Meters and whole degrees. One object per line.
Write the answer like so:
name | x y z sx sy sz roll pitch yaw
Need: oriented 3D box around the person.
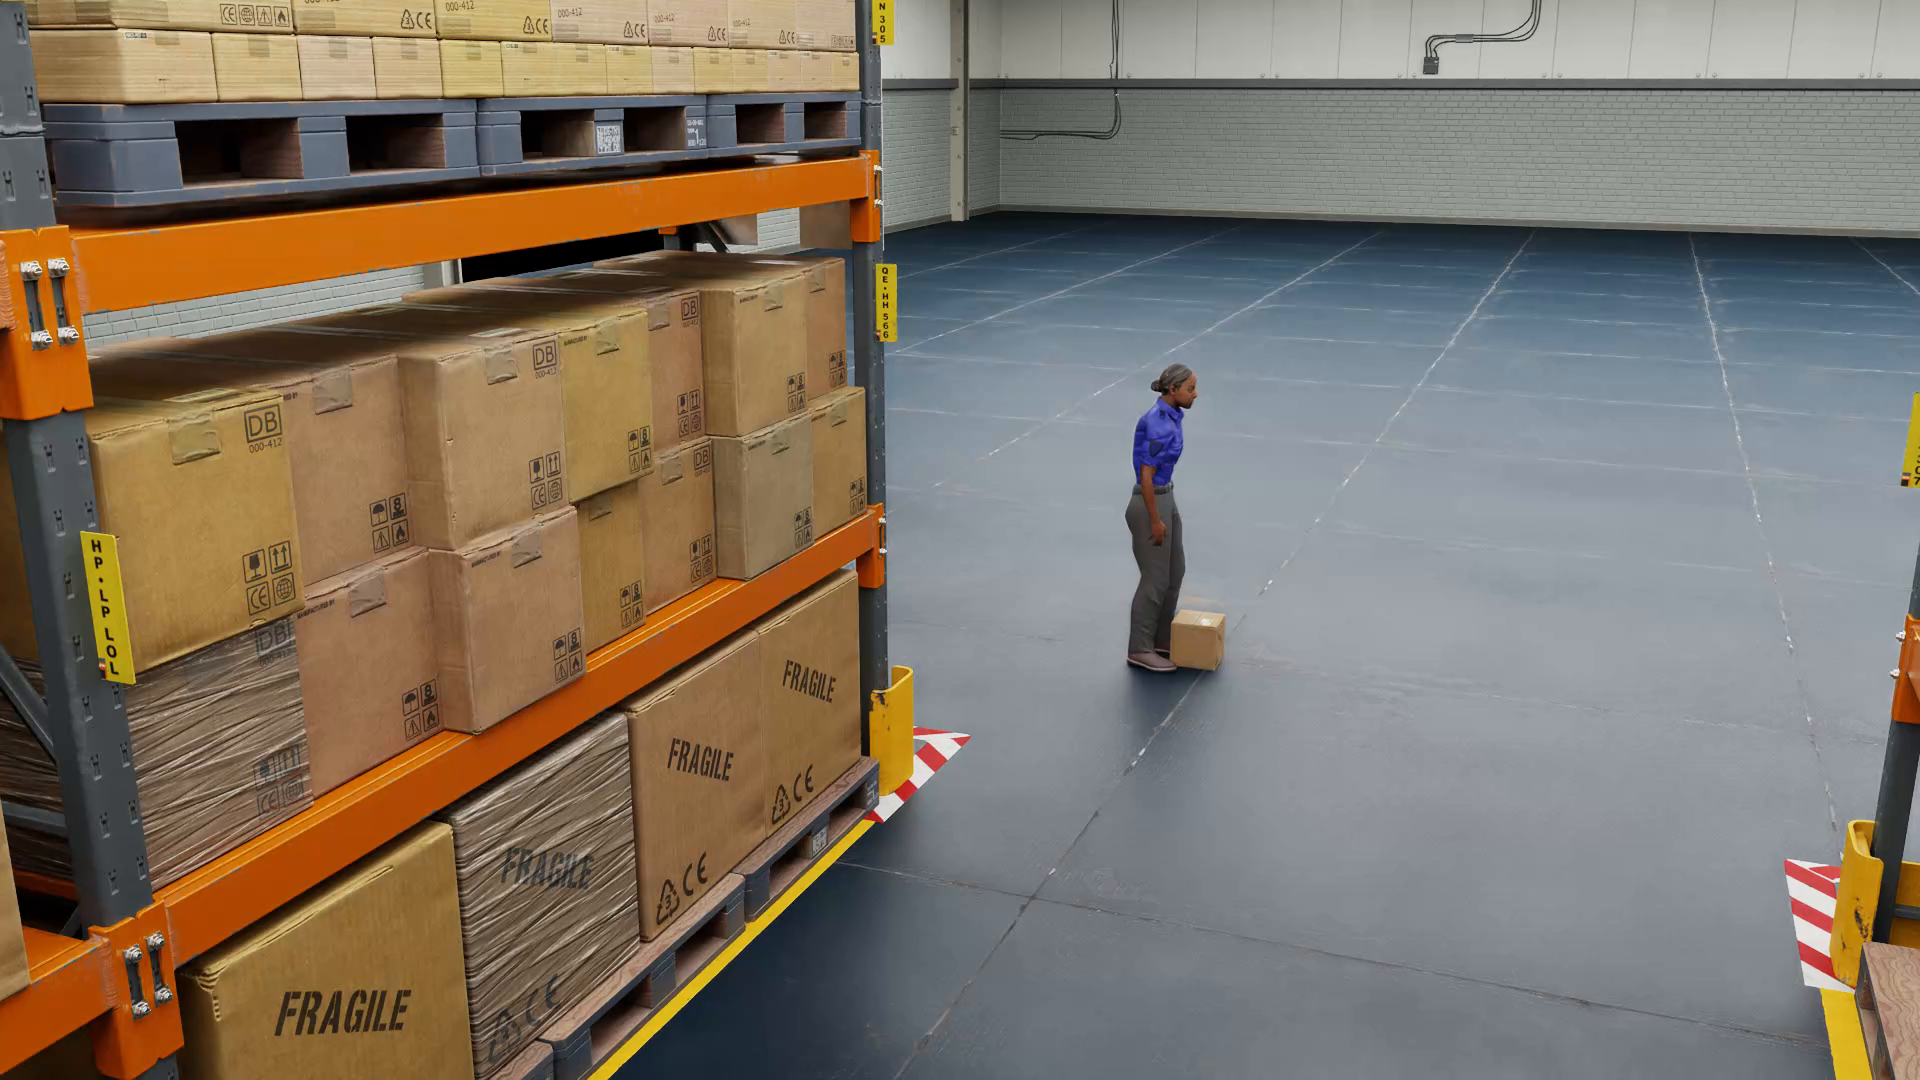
person | 1.114 -0.145 9.055 0.403 1.654 0.530 5 16 17
